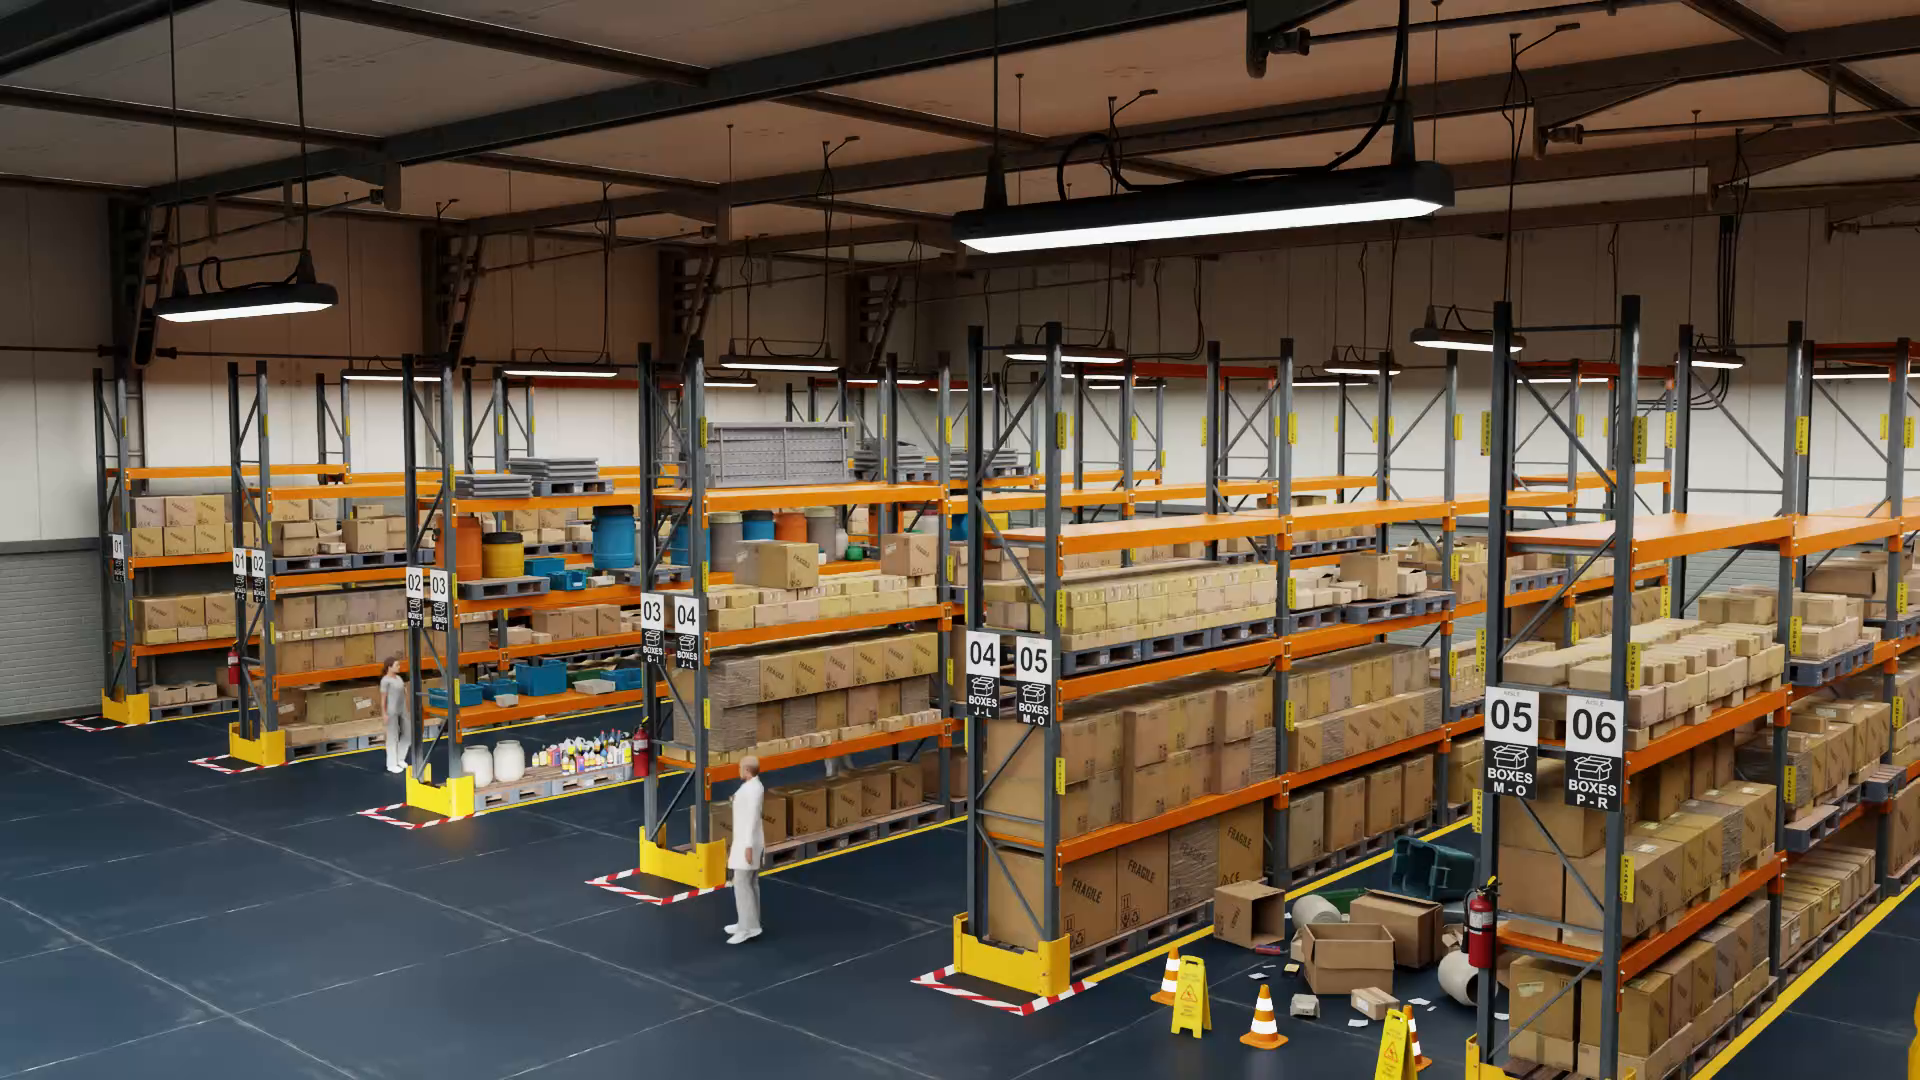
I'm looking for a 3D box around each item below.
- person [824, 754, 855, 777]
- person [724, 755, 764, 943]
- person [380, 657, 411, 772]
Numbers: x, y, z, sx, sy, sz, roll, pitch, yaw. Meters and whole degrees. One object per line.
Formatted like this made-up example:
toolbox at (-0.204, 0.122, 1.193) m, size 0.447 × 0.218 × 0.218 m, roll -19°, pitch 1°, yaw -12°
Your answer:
person at (-1.685, 2.589, 22.670) m, size 0.403 × 1.794 × 0.613 m, roll 4°, pitch 5°, yaw 40°
person at (-2.161, 3.069, 16.596) m, size 0.403 × 1.833 × 0.634 m, roll 0°, pitch 4°, yaw -2°
person at (-8.291, 2.550, 24.386) m, size 0.464 × 1.691 × 0.521 m, roll 2°, pitch 5°, yaw 24°
